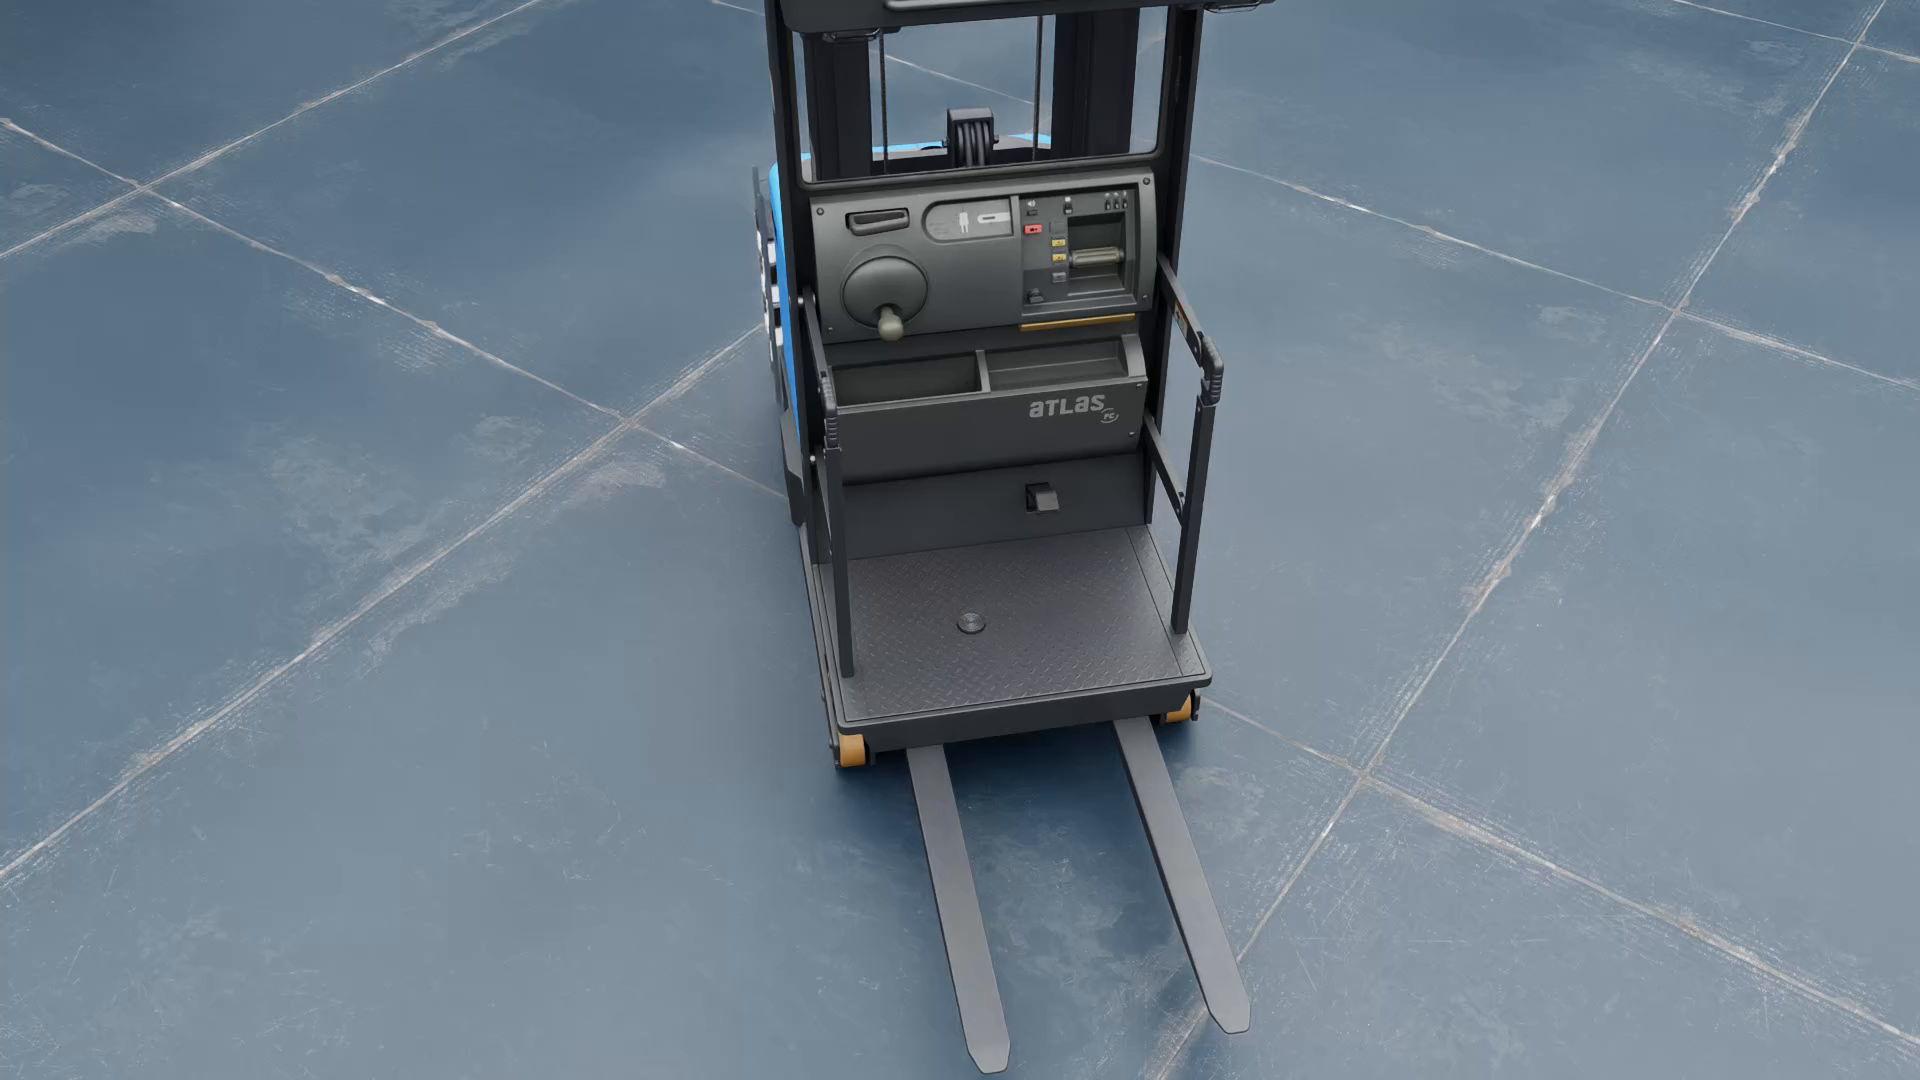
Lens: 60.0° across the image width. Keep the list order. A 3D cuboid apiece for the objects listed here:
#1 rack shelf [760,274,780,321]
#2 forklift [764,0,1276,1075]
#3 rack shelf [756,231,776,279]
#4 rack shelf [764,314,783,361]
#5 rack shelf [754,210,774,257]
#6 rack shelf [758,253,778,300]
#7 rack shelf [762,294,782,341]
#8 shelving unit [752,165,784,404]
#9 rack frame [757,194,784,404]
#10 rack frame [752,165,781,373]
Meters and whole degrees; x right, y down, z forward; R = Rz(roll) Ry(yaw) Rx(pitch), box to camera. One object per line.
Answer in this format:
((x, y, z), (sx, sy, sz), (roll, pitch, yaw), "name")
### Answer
((-0.599, -0.911, 6.143), (0.258, 0.077, 0.200), (-7, 42, -8), "rack shelf")
((0.112, -0.679, 4.311), (1.130, 2.935, 3.031), (-7, 42, -8), "forklift")
((-0.599, -1.045, 6.023), (0.258, 0.077, 0.200), (-7, 42, -8), "rack shelf")
((-0.599, -0.777, 6.263), (0.258, 0.077, 0.200), (-7, 42, -8), "rack shelf")
((-0.599, -1.112, 5.963), (0.258, 0.077, 0.200), (-7, 42, -8), "rack shelf")
((-0.599, -0.978, 6.083), (0.258, 0.077, 0.200), (-7, 42, -8), "rack shelf")
((-0.599, -0.844, 6.203), (0.258, 0.077, 0.200), (-7, 42, -8), "rack shelf")
((-0.599, -0.936, 6.121), (0.258, 0.900, 0.210), (-7, 42, -8), "shelving unit")
((-0.580, -0.869, 6.046), (0.240, 0.900, 0.006), (-7, 42, -8), "rack frame")
((-0.618, -1.002, 6.195), (0.240, 0.900, 0.006), (-7, 42, -8), "rack frame")
